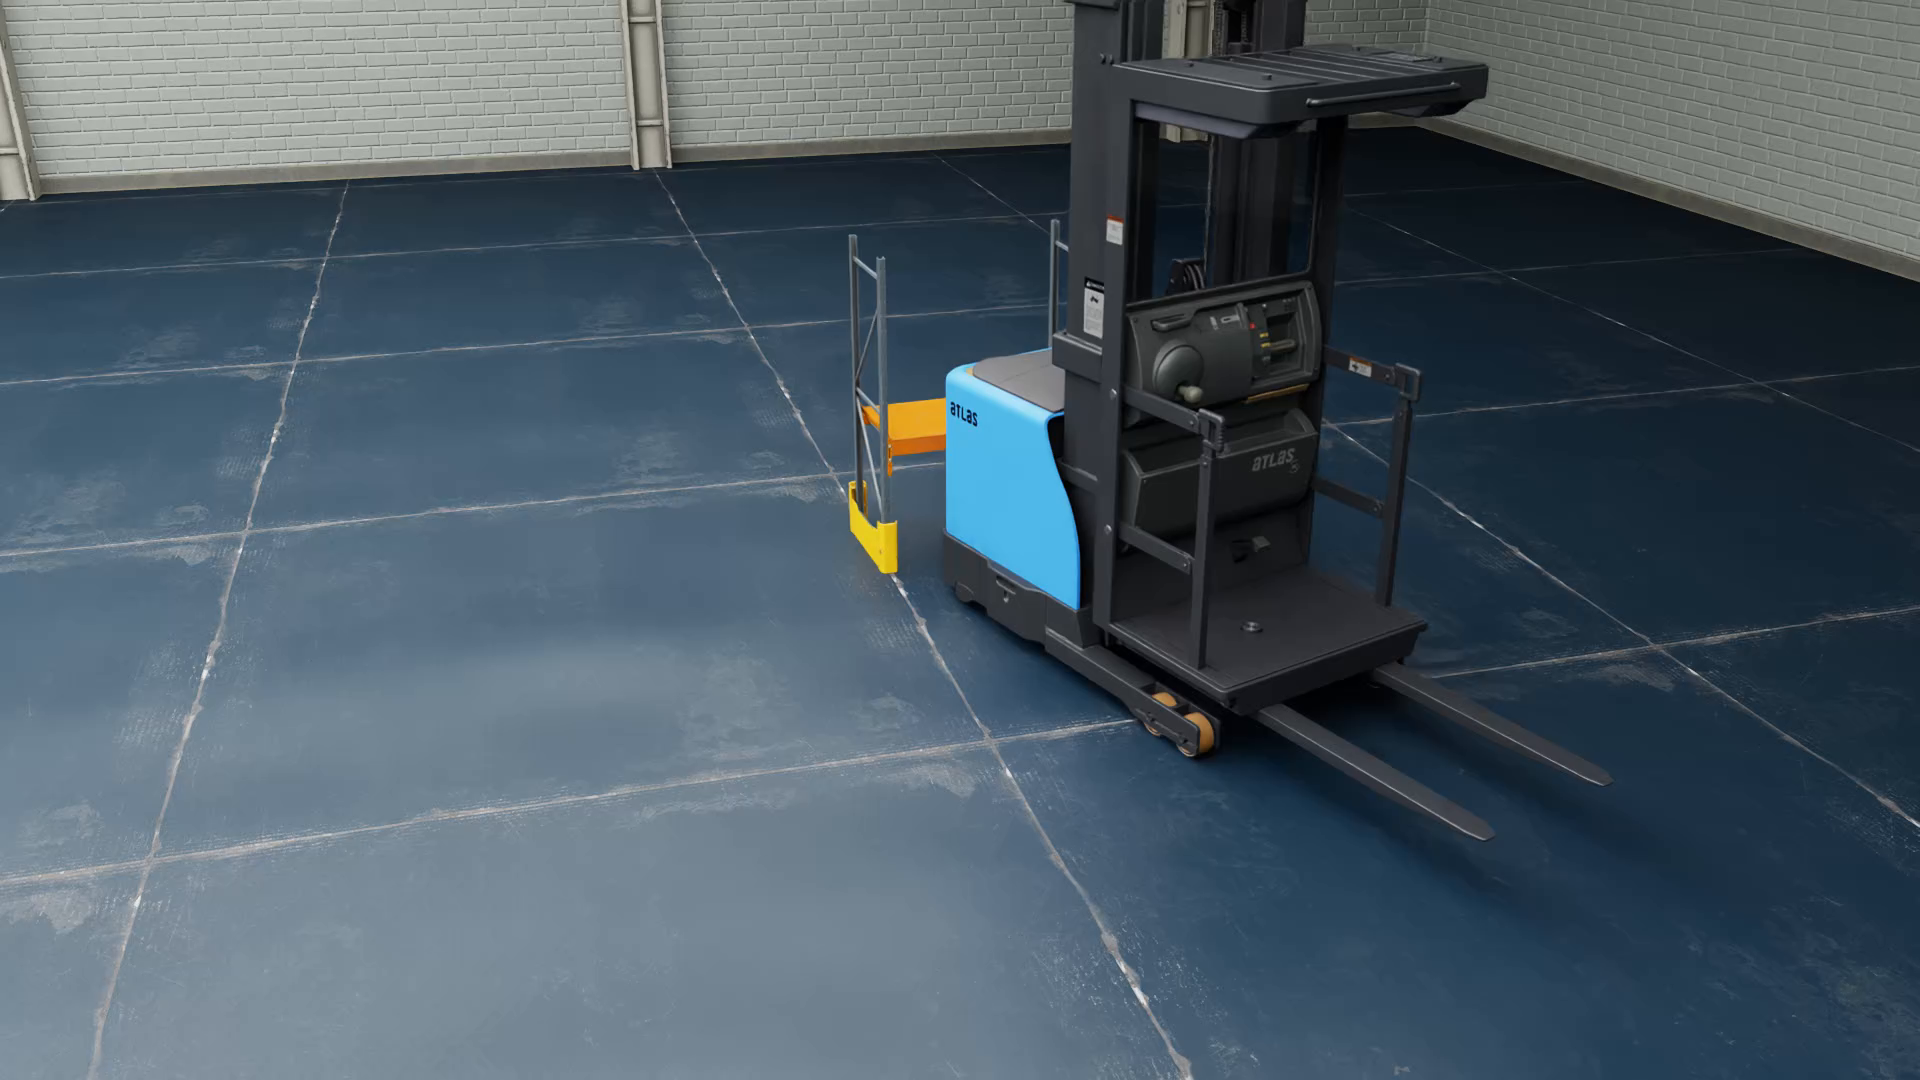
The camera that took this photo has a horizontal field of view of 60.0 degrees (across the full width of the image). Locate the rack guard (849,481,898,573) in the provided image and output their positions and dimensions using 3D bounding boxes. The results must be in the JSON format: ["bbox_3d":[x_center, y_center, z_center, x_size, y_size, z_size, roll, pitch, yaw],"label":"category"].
[{"bbox_3d":[-0.424,-0.069,8.094,0.087,0.250,0.587,-8,24,-17],"label":"rack guard"}]

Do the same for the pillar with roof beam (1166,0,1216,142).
[{"bbox_3d":[3.726,-7.039,13.242,0.400,9.000,9.100,-6,24,-14],"label":"pillar with roof beam"}]

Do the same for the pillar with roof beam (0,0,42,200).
[{"bbox_3d":[-7.828,-5.761,10.264,0.400,9.000,9.100,-6,24,-14],"label":"pillar with roof beam"}]

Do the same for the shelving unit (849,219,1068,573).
[{"bbox_3d":[0.047,-0.707,7.997,1.083,1.500,0.587,-8,24,-17],"label":"shelving unit"}]

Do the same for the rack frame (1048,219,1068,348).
[{"bbox_3d":[0.536,-0.774,8.152,0.032,1.500,0.500,-8,24,-17],"label":"rack frame"}]

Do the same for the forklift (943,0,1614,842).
[{"bbox_3d":[1.151,-0.735,6.247,1.130,2.935,3.031,-15,27,-30],"label":"forklift"}]

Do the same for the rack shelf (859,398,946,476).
[{"bbox_3d":[0.056,-0.543,8.070,1.000,0.185,0.538,-8,24,-17],"label":"rack shelf"}]

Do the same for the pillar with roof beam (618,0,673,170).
[{"bbox_3d":[-2.051,-6.400,11.753,0.400,9.000,9.100,-6,24,-14],"label":"pillar with roof beam"}]

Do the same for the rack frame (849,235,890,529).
[{"bbox_3d":[-0.425,-0.643,7.847,0.032,1.500,0.500,-8,24,-17],"label":"rack frame"}]
